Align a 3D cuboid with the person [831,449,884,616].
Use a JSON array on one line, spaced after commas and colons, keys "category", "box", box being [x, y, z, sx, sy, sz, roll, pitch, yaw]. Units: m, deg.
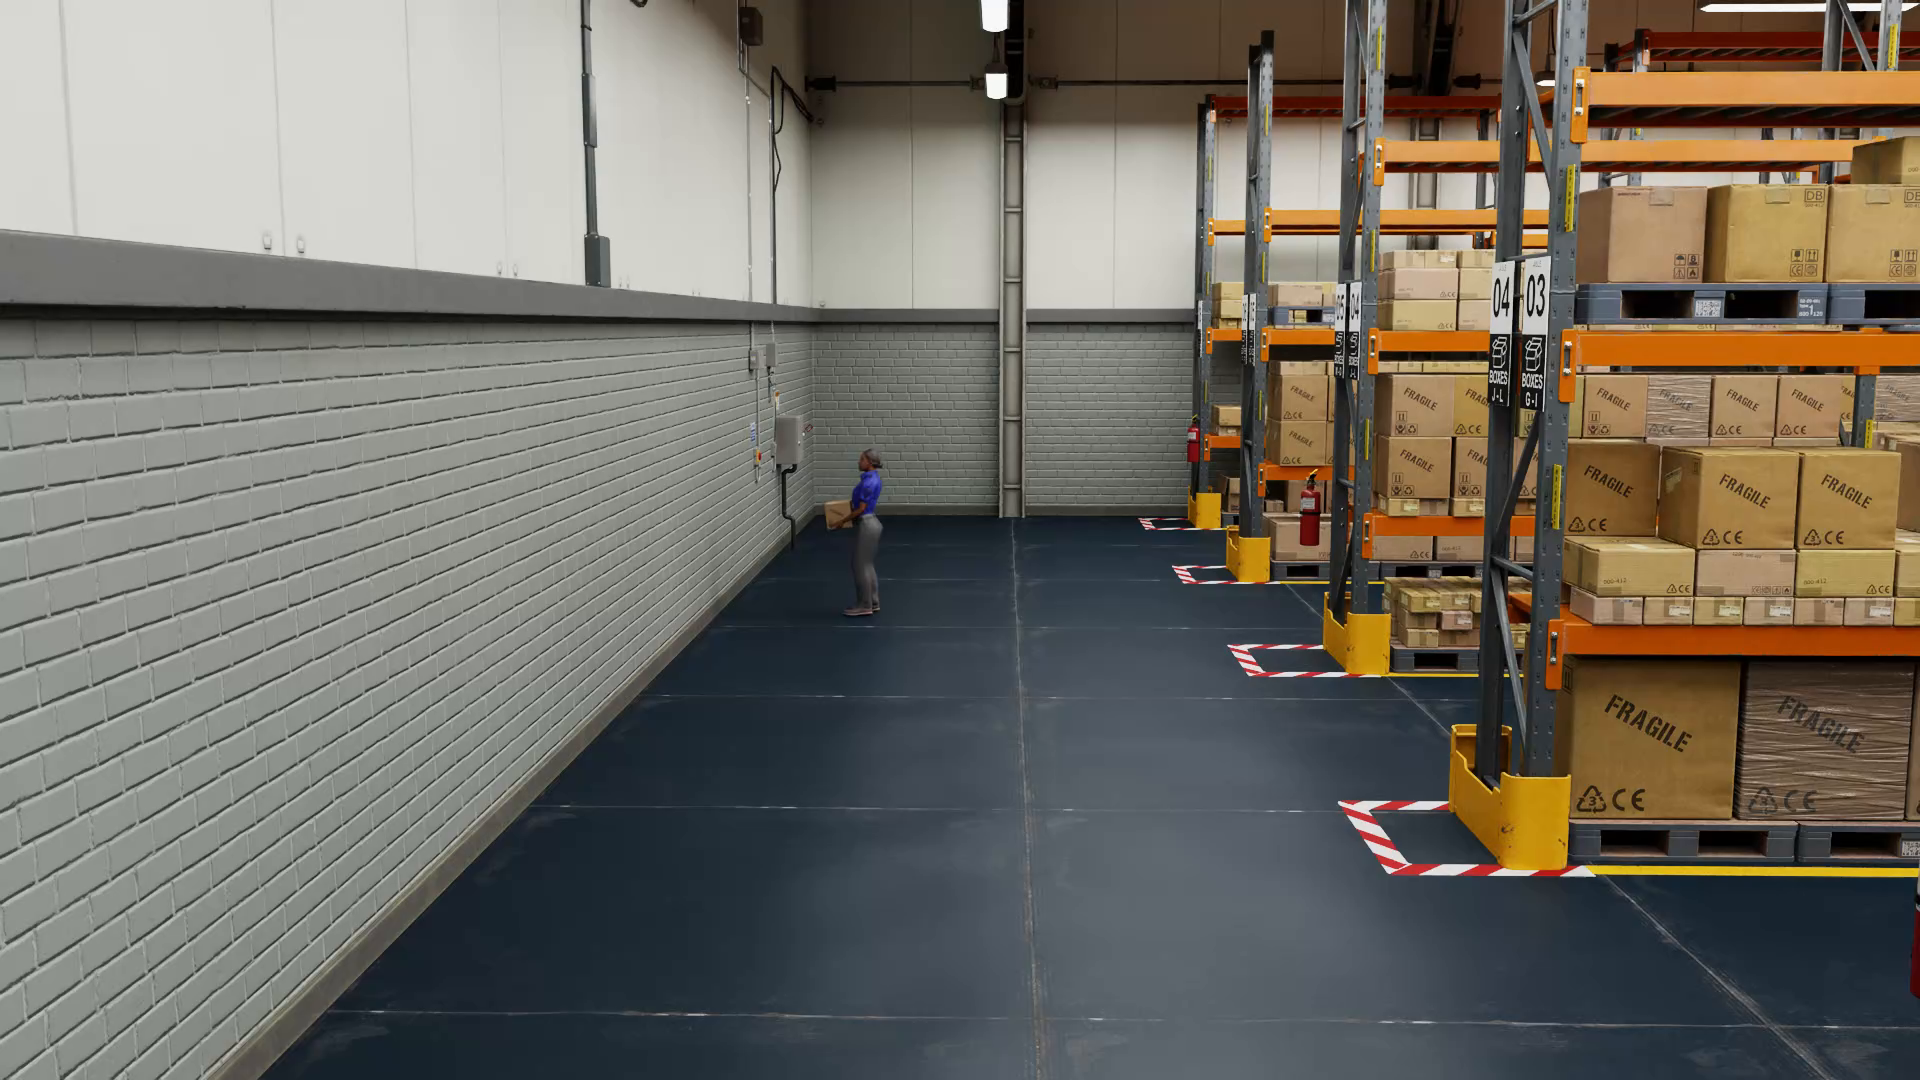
[{"category": "person", "box": [-1.006, -0.081, 16.470, 0.512, 1.650, 0.451, 0, 7, 2]}]
